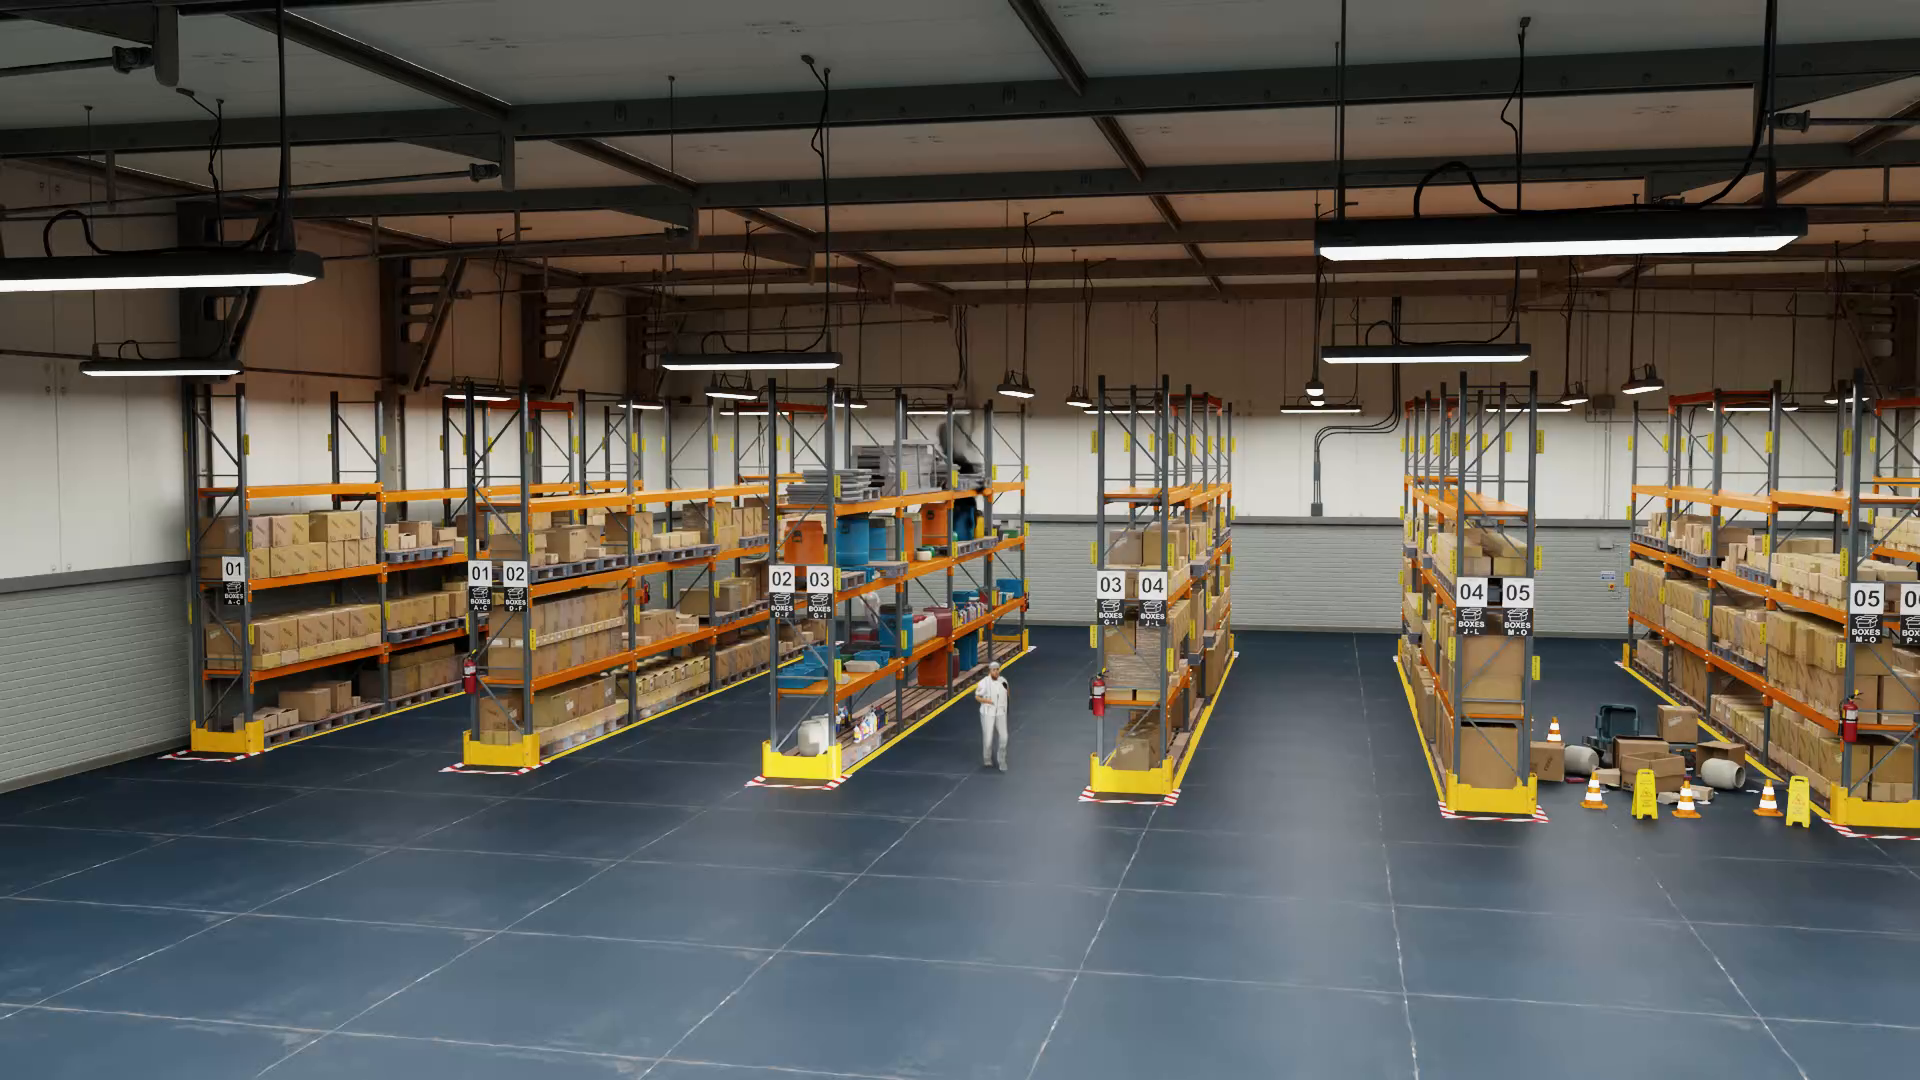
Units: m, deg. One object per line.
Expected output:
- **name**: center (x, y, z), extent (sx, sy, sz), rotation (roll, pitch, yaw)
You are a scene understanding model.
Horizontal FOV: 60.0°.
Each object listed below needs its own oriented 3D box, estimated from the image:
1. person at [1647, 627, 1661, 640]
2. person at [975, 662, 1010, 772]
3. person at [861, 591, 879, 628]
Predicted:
- **person**: center (16.218, 1.952, 38.559), extent (0.756, 1.728, 0.716), rotation (-3, 4, -40)
- **person**: center (0.515, 2.724, 25.632), extent (0.590, 1.716, 0.730), rotation (-1, 3, -11)
- **person**: center (-2.211, 1.834, 41.409), extent (0.544, 1.586, 0.778), rotation (-1, 3, -14)
